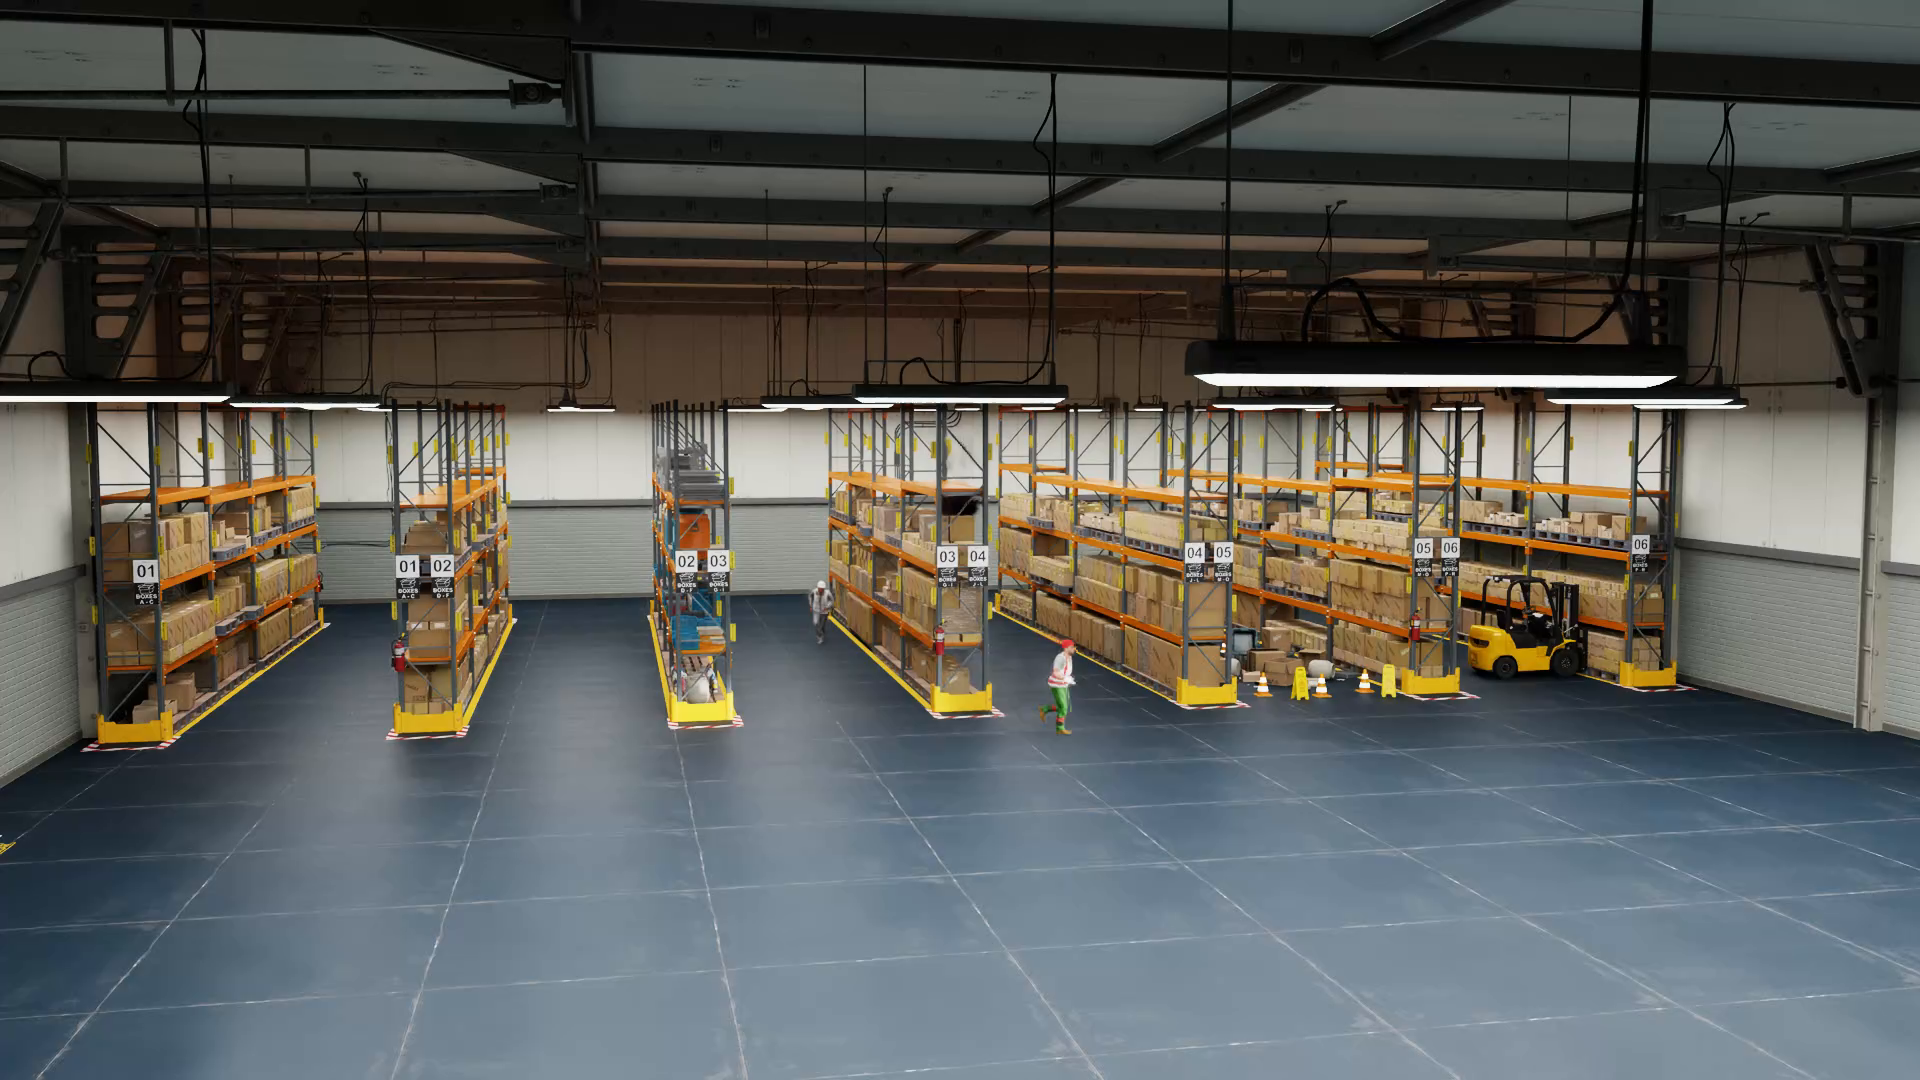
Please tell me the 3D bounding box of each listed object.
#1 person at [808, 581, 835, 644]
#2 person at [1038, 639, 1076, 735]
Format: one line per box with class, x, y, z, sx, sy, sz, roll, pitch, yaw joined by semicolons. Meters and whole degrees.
person;-3.476;1.792;41.842;0.661;1.620;1.121;0;4;-2
person;1.747;2.621;29.767;0.768;1.730;0.646;2;5;28
